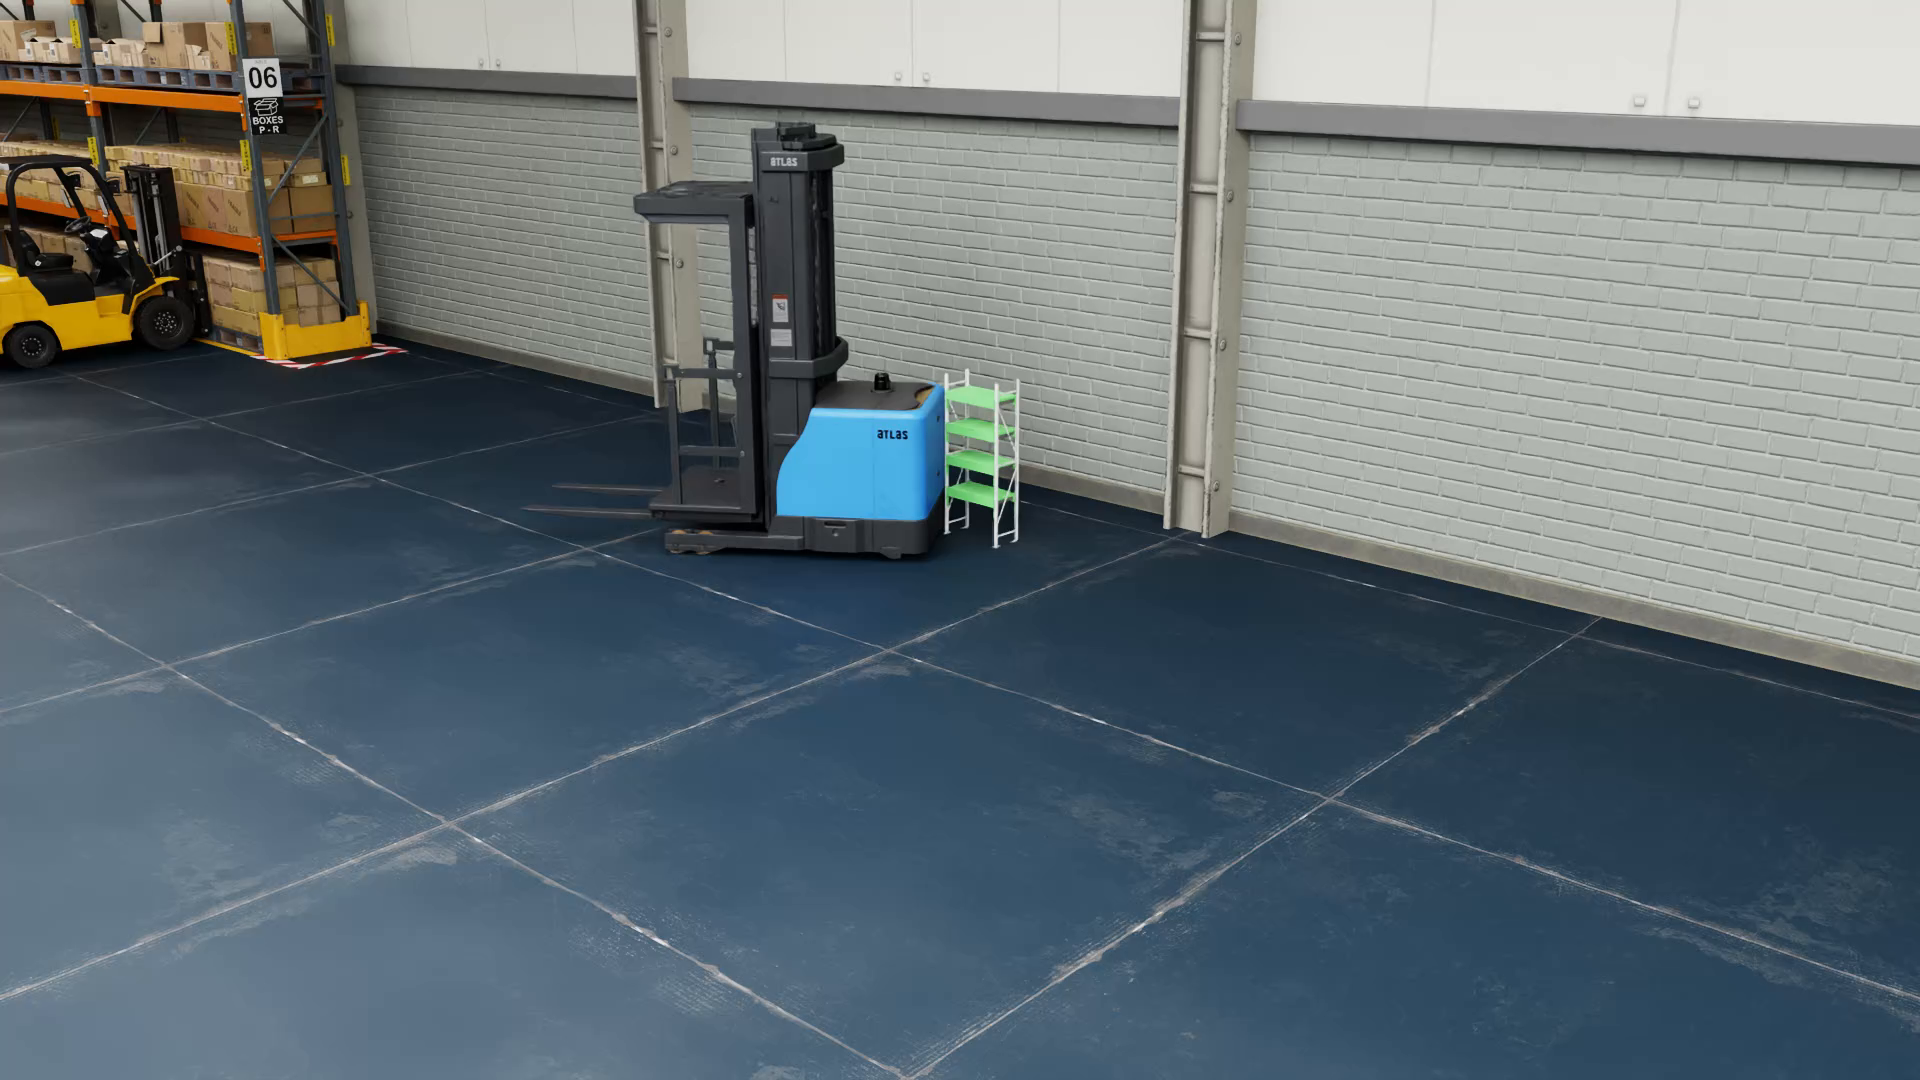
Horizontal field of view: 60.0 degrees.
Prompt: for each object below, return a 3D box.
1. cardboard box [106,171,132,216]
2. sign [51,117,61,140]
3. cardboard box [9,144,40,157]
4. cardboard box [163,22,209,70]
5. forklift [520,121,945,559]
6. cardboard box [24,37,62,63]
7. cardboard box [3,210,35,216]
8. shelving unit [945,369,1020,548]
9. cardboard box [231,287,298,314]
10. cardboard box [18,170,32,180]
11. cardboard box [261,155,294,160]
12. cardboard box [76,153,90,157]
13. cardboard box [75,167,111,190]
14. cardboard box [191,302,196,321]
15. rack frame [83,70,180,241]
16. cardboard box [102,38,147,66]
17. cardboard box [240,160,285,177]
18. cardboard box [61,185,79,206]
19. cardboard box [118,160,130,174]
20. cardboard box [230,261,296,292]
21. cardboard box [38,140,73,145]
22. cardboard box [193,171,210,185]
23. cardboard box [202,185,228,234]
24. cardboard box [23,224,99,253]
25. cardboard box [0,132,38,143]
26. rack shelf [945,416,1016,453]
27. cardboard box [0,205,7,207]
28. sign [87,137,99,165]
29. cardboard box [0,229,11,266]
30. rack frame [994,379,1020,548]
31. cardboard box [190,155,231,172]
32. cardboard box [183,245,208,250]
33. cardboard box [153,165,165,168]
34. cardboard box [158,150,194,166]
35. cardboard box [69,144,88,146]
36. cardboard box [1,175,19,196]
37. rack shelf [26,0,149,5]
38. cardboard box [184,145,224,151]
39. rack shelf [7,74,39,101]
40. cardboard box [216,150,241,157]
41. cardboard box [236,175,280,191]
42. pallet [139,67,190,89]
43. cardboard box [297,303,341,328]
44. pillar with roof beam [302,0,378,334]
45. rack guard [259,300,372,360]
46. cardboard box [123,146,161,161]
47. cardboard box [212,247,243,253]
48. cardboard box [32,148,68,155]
[{"bbox_3d":[-10.124,-4.284,20.487,0.500,0.500,0.500,14,22,38],"label":"cardboard box"},{"bbox_3d":[-12.908,-5.866,23.722,0.005,0.325,0.100,15,23,39],"label":"sign"},{"bbox_3d":[-12.618,-5.265,22.506,0.250,0.149,0.380,15,23,40],"label":"cardboard box"},{"bbox_3d":[-8.483,-5.569,18.716,0.500,0.500,0.700,15,23,40],"label":"cardboard box"},{"bbox_3d":[-1.656,-1.447,11.824,3.031,2.935,1.130,2,18,8],"label":"forklift"},{"bbox_3d":[-11.560,-6.264,21.220,0.500,0.311,0.500,14,22,37],"label":"cardboard box"},{"bbox_3d":[-13.878,-4.772,24.556,0.250,0.149,0.380,15,23,40],"label":"cardboard box"},{"bbox_3d":[0.156,-0.590,11.988,0.503,1.200,0.258,16,24,41],"label":"shelving unit"},{"bbox_3d":[-7.862,-2.736,18.800,0.500,0.250,0.500,15,23,39],"label":"cardboard box"},{"bbox_3d":[-12.351,-5.000,22.330,0.500,0.250,0.500,14,23,38],"label":"cardboard box"},{"bbox_3d":[-7.780,-4.306,18.991,0.250,0.149,0.380,16,23,40],"label":"cardboard box"},{"bbox_3d":[-11.039,-4.869,21.256,0.250,0.149,0.380,15,23,39],"label":"cardboard box"},{"bbox_3d":[-10.819,-4.592,21.044,0.500,0.250,0.500,14,23,38],"label":"cardboard box"},{"bbox_3d":[-8.989,-2.798,19.820,0.500,0.250,0.500,16,24,41],"label":"cardboard box"},{"bbox_3d":[-10.283,-4.385,20.969,0.127,3.000,1.000,15,23,39],"label":"rack frame"},{"bbox_3d":[-9.822,-5.798,19.750,0.500,0.311,0.500,16,23,40],"label":"cardboard box"},{"bbox_3d":[-7.699,-4.104,18.356,0.250,0.149,0.380,15,23,39],"label":"cardboard box"},{"bbox_3d":[-11.213,-4.455,21.438,0.500,0.250,0.500,15,23,39],"label":"cardboard box"},{"bbox_3d":[-10.024,-4.566,20.304,0.250,0.149,0.380,16,23,41],"label":"cardboard box"},{"bbox_3d":[-7.842,-2.970,18.708,0.500,0.250,0.500,16,24,41],"label":"cardboard box"},{"bbox_3d":[-12.627,-5.498,23.239,0.250,0.149,0.380,16,23,41],"label":"cardboard box"},{"bbox_3d":[-8.509,-4.150,18.993,0.250,0.149,0.380,14,22,38],"label":"cardboard box"},{"bbox_3d":[-8.215,-3.775,18.882,0.500,0.500,0.500,16,24,41],"label":"cardboard box"},{"bbox_3d":[-12.323,-3.998,22.983,0.625,0.625,0.875,16,24,41],"label":"cardboard box"},{"bbox_3d":[-13.556,-5.574,23.858,0.500,0.500,0.500,16,24,42],"label":"cardboard box"},{"bbox_3d":[0.156,-0.758,11.935,0.480,0.148,0.258,16,24,41],"label":"rack shelf"},{"bbox_3d":[-14.634,-4.992,25.249,0.250,0.149,0.380,14,22,37],"label":"cardboard box"},{"bbox_3d":[-10.635,-4.774,20.413,0.005,0.325,0.100,15,23,39],"label":"sign"},{"bbox_3d":[-13.733,-4.233,23.928,0.500,0.500,0.500,16,24,41],"label":"cardboard box"},{"bbox_3d":[0.333,-0.540,11.828,0.015,1.200,0.240,16,24,41],"label":"rack frame"},{"bbox_3d":[-8.523,-4.287,18.933,0.250,0.149,0.380,16,23,41],"label":"cardboard box"},{"bbox_3d":[-9.373,-3.380,20.003,0.500,0.250,0.500,16,24,41],"label":"cardboard box"},{"bbox_3d":[-9.280,-4.354,19.636,0.250,0.149,0.380,14,22,38],"label":"cardboard box"},{"bbox_3d":[-9.225,-4.511,19.639,0.250,0.149,0.380,15,23,39],"label":"cardboard box"},{"bbox_3d":[-11.858,-5.297,22.607,0.250,0.149,0.380,15,23,38],"label":"cardboard box"},{"bbox_3d":[-12.732,-4.870,22.746,0.500,0.250,0.500,14,23,38],"label":"cardboard box"},{"bbox_3d":[-11.778,-7.112,21.496,4.000,0.370,1.077,15,23,39],"label":"rack shelf"},{"bbox_3d":[-9.247,-4.742,20.364,0.250,0.149,0.380,14,23,38],"label":"cardboard box"},{"bbox_3d":[-14.770,-6.676,24.420,4.000,0.370,1.077,15,23,39],"label":"rack shelf"},{"bbox_3d":[-8.538,-4.513,19.644,0.250,0.149,0.380,15,23,40],"label":"cardboard box"},{"bbox_3d":[-7.736,-3.945,18.345,0.250,0.149,0.380,15,23,40],"label":"cardboard box"},{"bbox_3d":[-8.719,-5.362,19.235,1.213,0.211,1.003,15,23,39],"label":"pallet"},{"bbox_3d":[-7.528,-2.614,19.241,0.500,0.250,0.500,15,23,39],"label":"cardboard box"},{"bbox_3d":[-10.071,-5.811,15.545,0.400,9.000,9.100,15,23,39],"label":"pillar with roof beam"},{"bbox_3d":[-7.273,-2.385,18.801,0.348,0.500,1.175,15,23,39],"label":"rack guard"},{"bbox_3d":[-9.974,-4.724,20.309,0.250,0.149,0.380,15,23,40],"label":"cardboard box"},{"bbox_3d":[-8.646,-3.394,20.045,0.500,0.250,0.500,14,23,38],"label":"cardboard box"},{"bbox_3d":[-11.910,-5.045,21.813,0.250,0.149,0.380,14,23,38],"label":"cardboard box"}]
